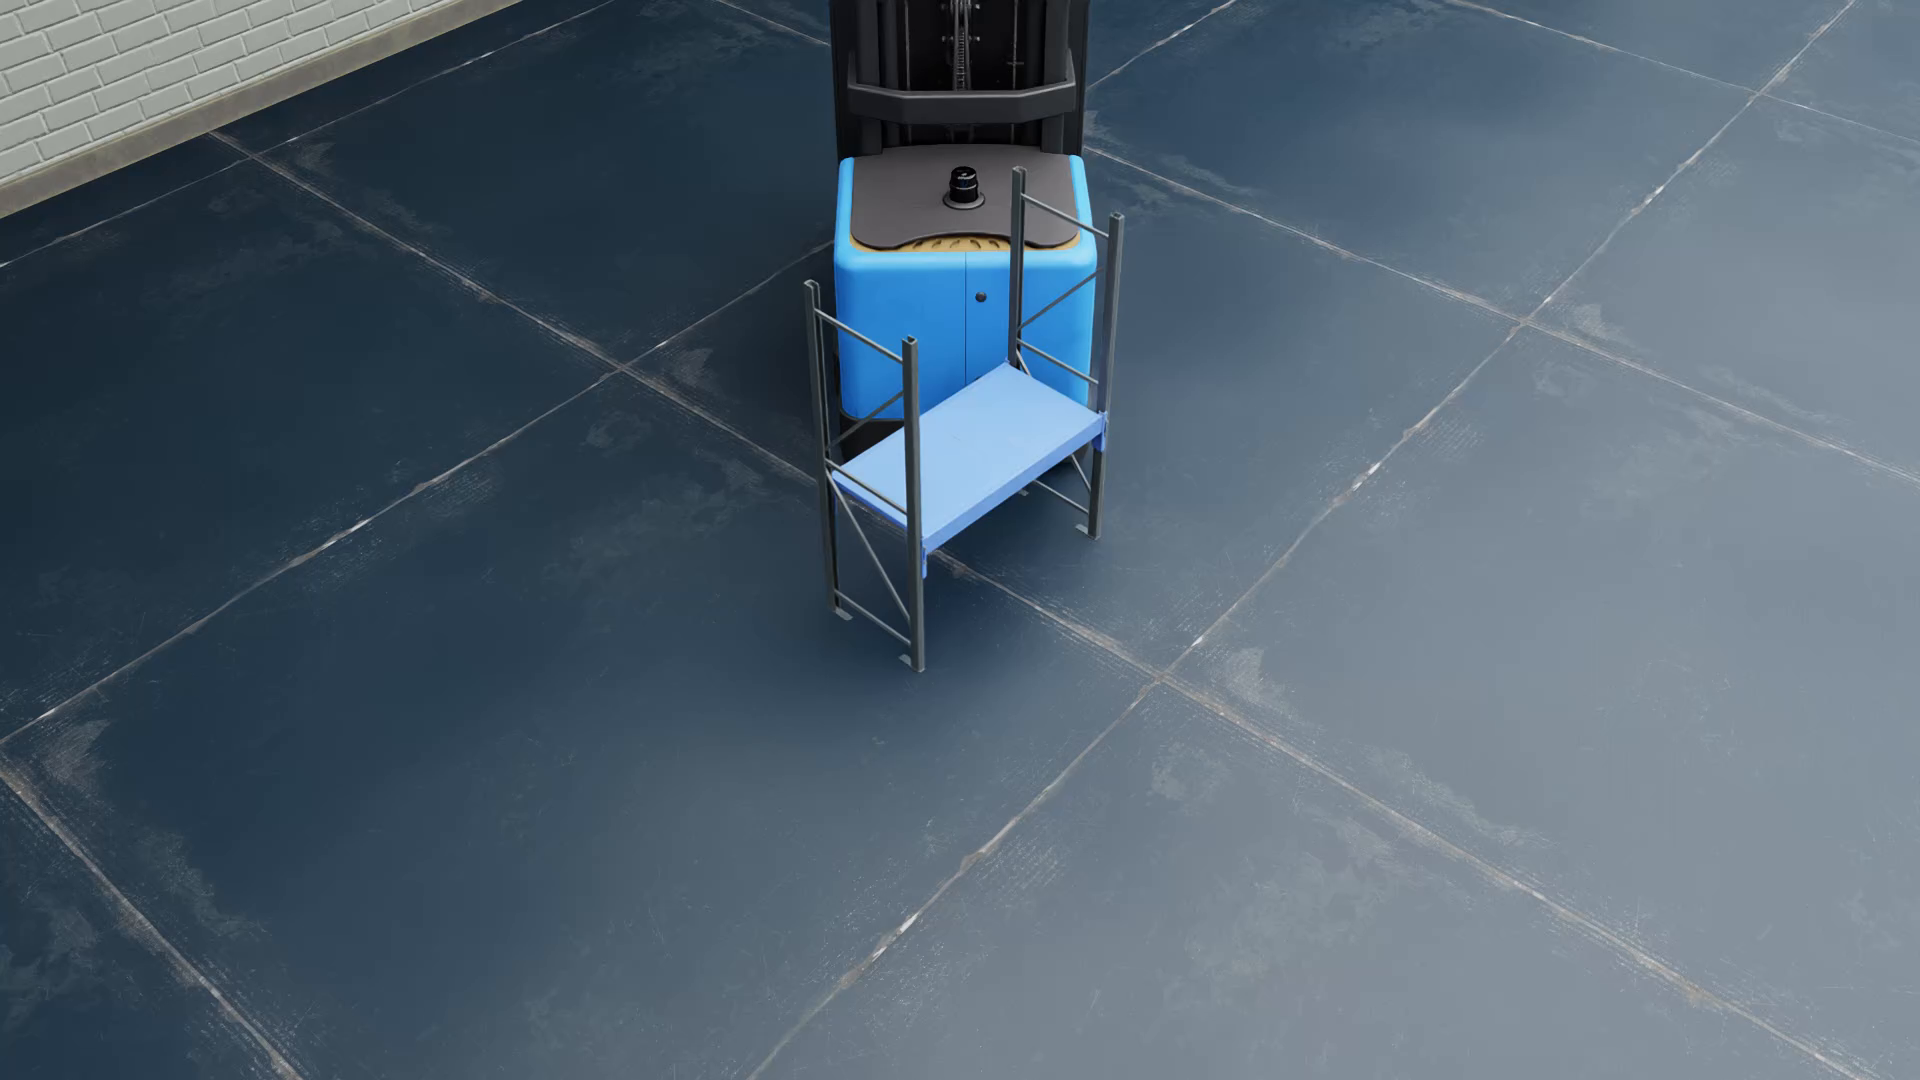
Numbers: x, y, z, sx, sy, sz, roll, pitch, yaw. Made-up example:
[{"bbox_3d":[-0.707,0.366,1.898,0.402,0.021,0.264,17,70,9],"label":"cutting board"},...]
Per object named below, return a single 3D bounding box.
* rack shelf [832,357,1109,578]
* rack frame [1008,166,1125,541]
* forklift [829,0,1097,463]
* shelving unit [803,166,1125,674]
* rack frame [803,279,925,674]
[{"bbox_3d":[0.029,-0.293,6.225,0.538,0.185,1.000,33,51,31],"label":"rack shelf"},{"bbox_3d":[0.379,-0.674,6.376,0.500,1.500,0.032,33,51,31],"label":"rack frame"},{"bbox_3d":[-0.008,-2.366,7.174,1.130,2.935,3.031,-1,42,-1],"label":"forklift"},{"bbox_3d":[0.029,-0.426,6.104,0.538,1.500,1.048,33,51,31],"label":"shelving unit"},{"bbox_3d":[-0.322,-0.179,5.832,0.500,1.500,0.032,33,51,31],"label":"rack frame"}]
